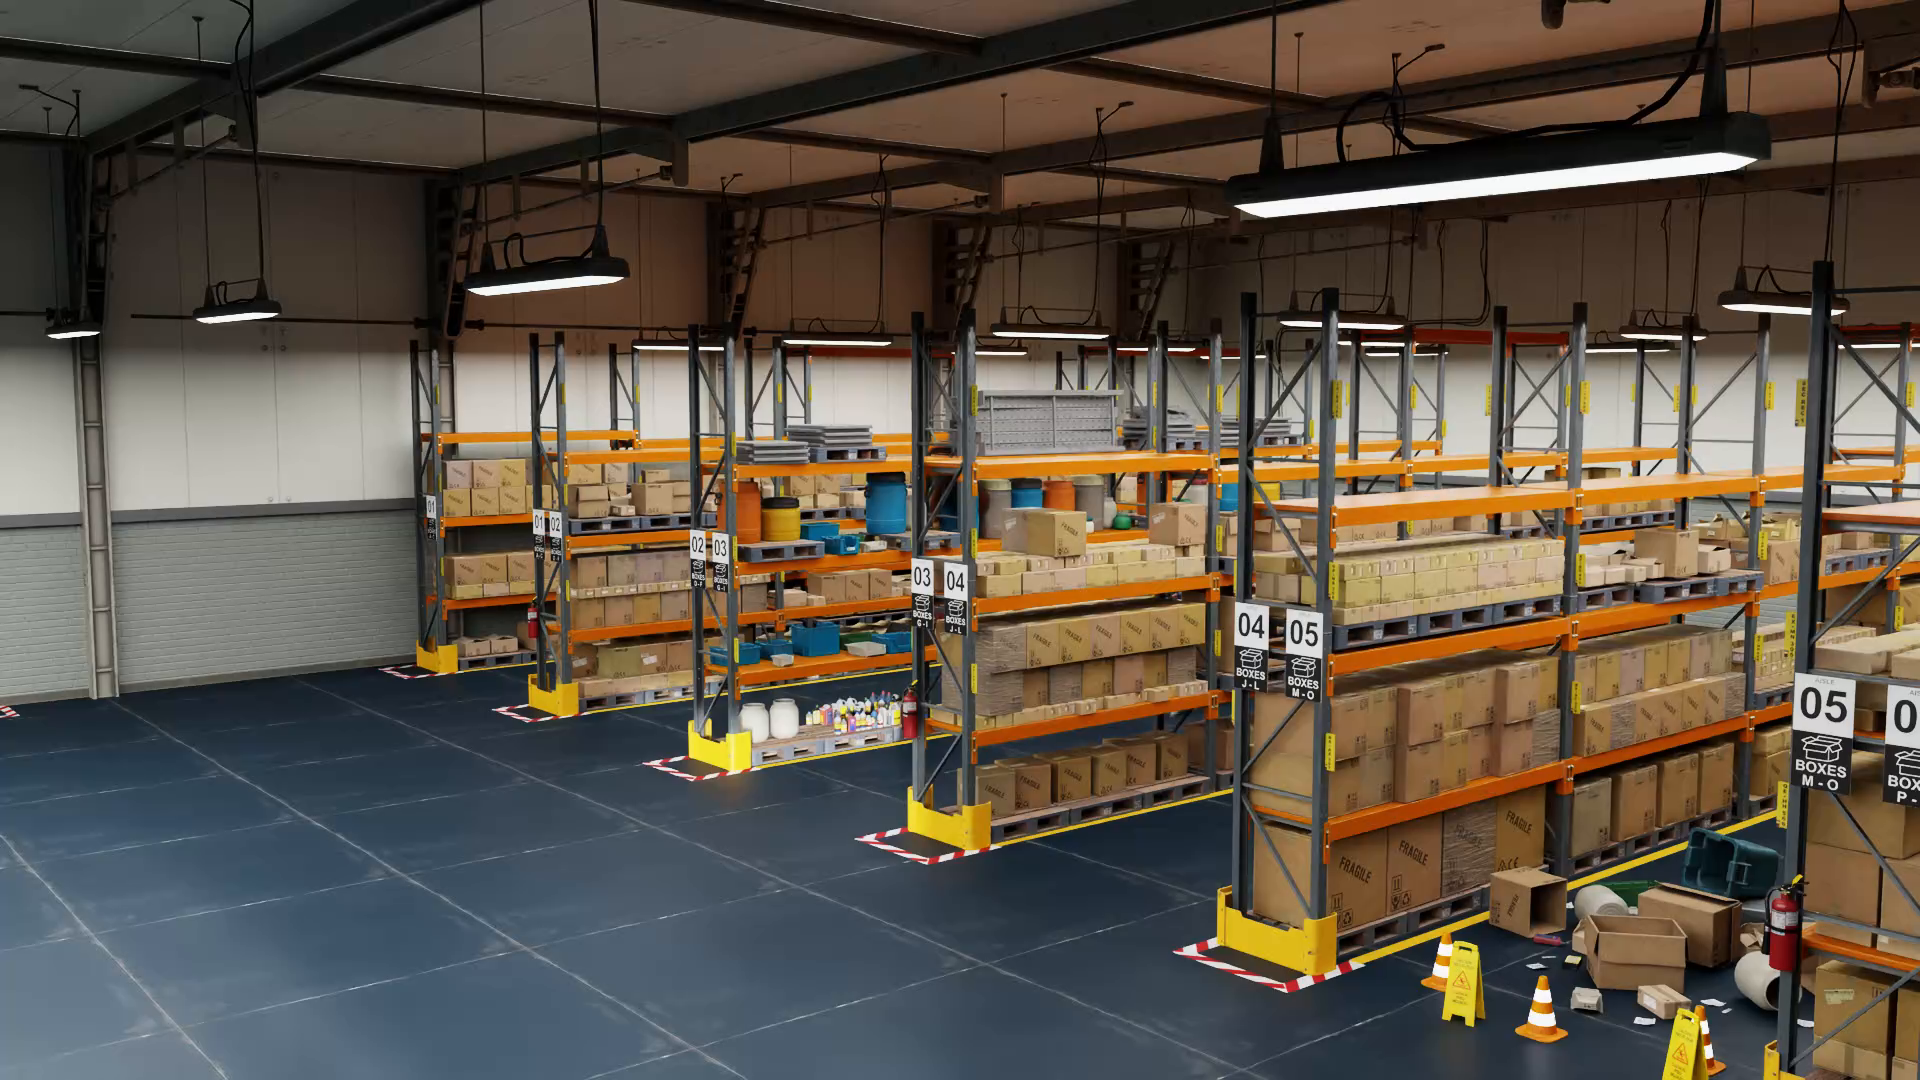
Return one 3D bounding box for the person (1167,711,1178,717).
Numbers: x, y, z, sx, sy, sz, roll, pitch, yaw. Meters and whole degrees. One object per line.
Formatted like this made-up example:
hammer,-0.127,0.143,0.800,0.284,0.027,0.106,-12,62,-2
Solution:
person,3.446,1.847,26.199,0.634,1.754,0.933,5,7,42
